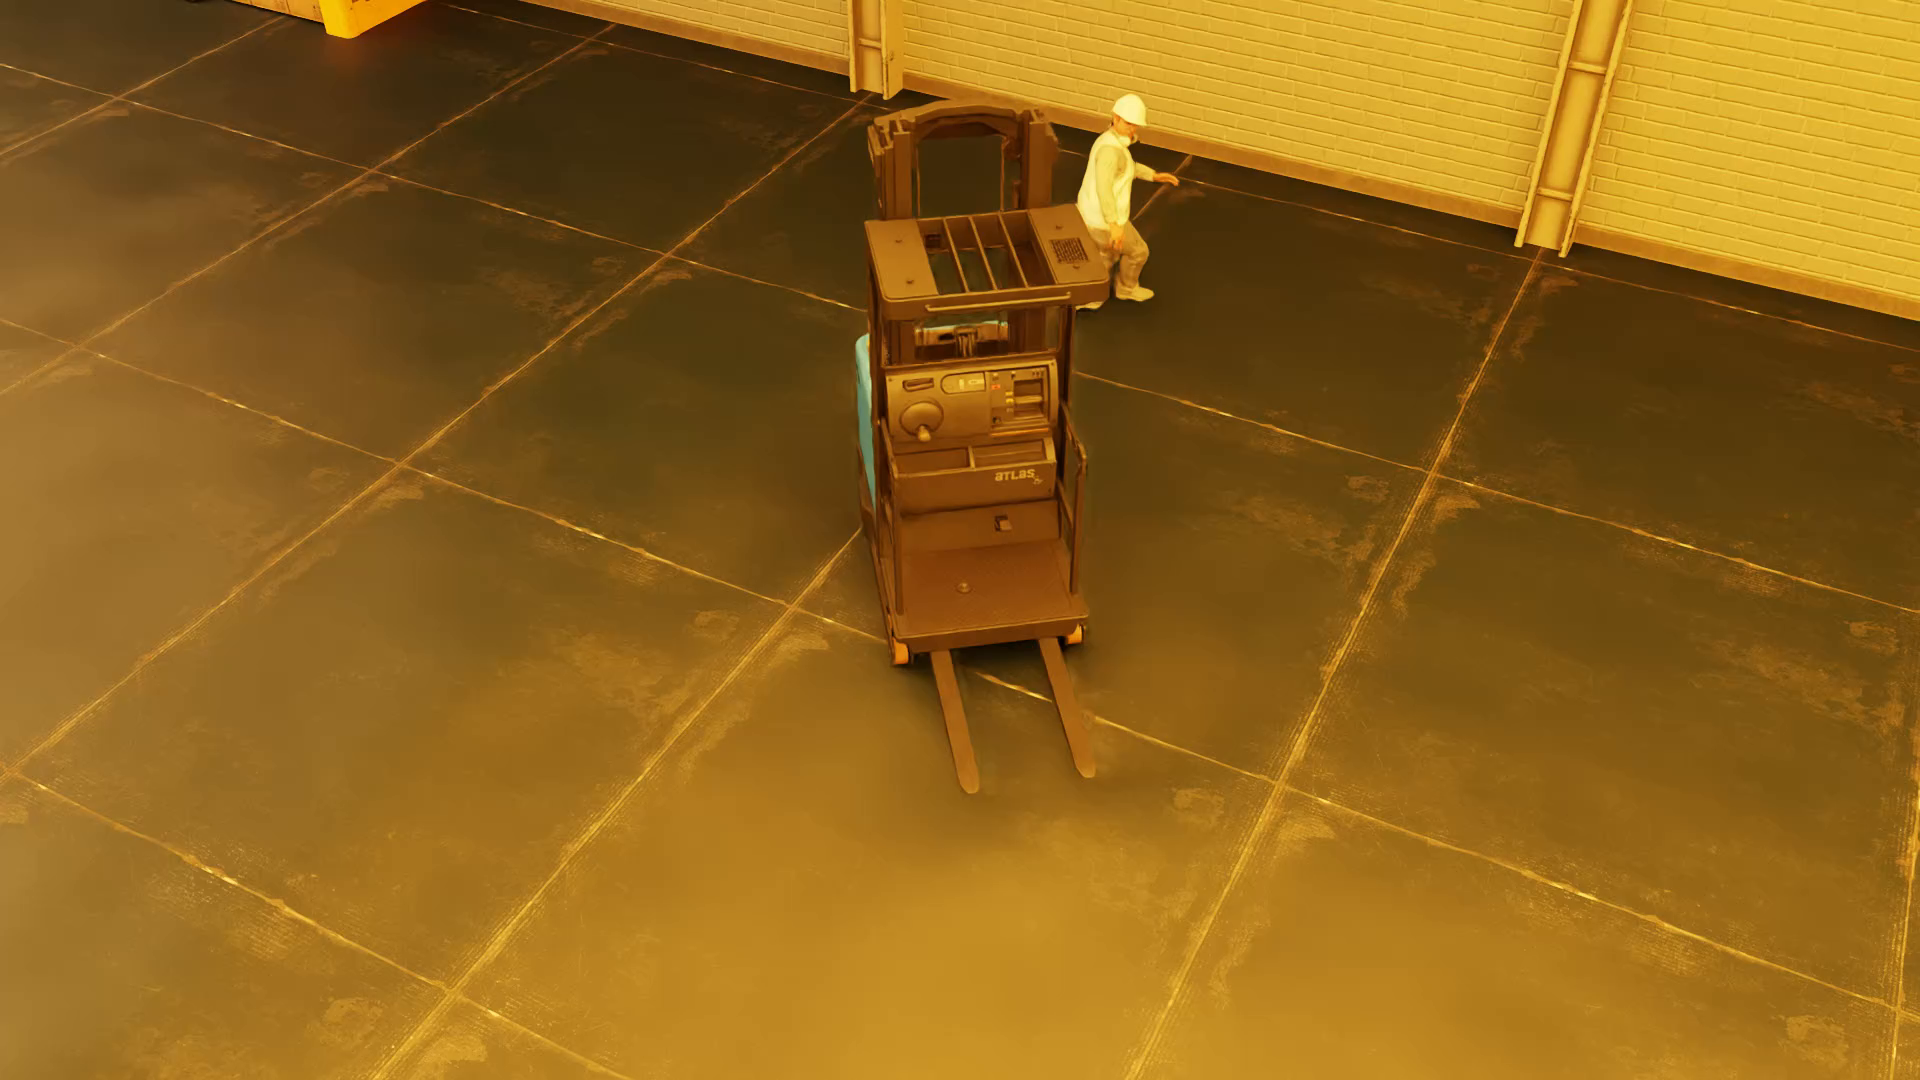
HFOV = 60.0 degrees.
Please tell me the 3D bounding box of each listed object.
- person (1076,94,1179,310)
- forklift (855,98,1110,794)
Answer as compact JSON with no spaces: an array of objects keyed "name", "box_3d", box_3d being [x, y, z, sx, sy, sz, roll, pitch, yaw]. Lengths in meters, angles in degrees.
[{"name":"person","box_3d":[1.186,-2.311,11.751,0.807,1.648,0.818,-9,41,-11]},{"name":"forklift","box_3d":[0.107,-0.669,8.781,1.130,2.935,3.031,-6,41,-7]}]
